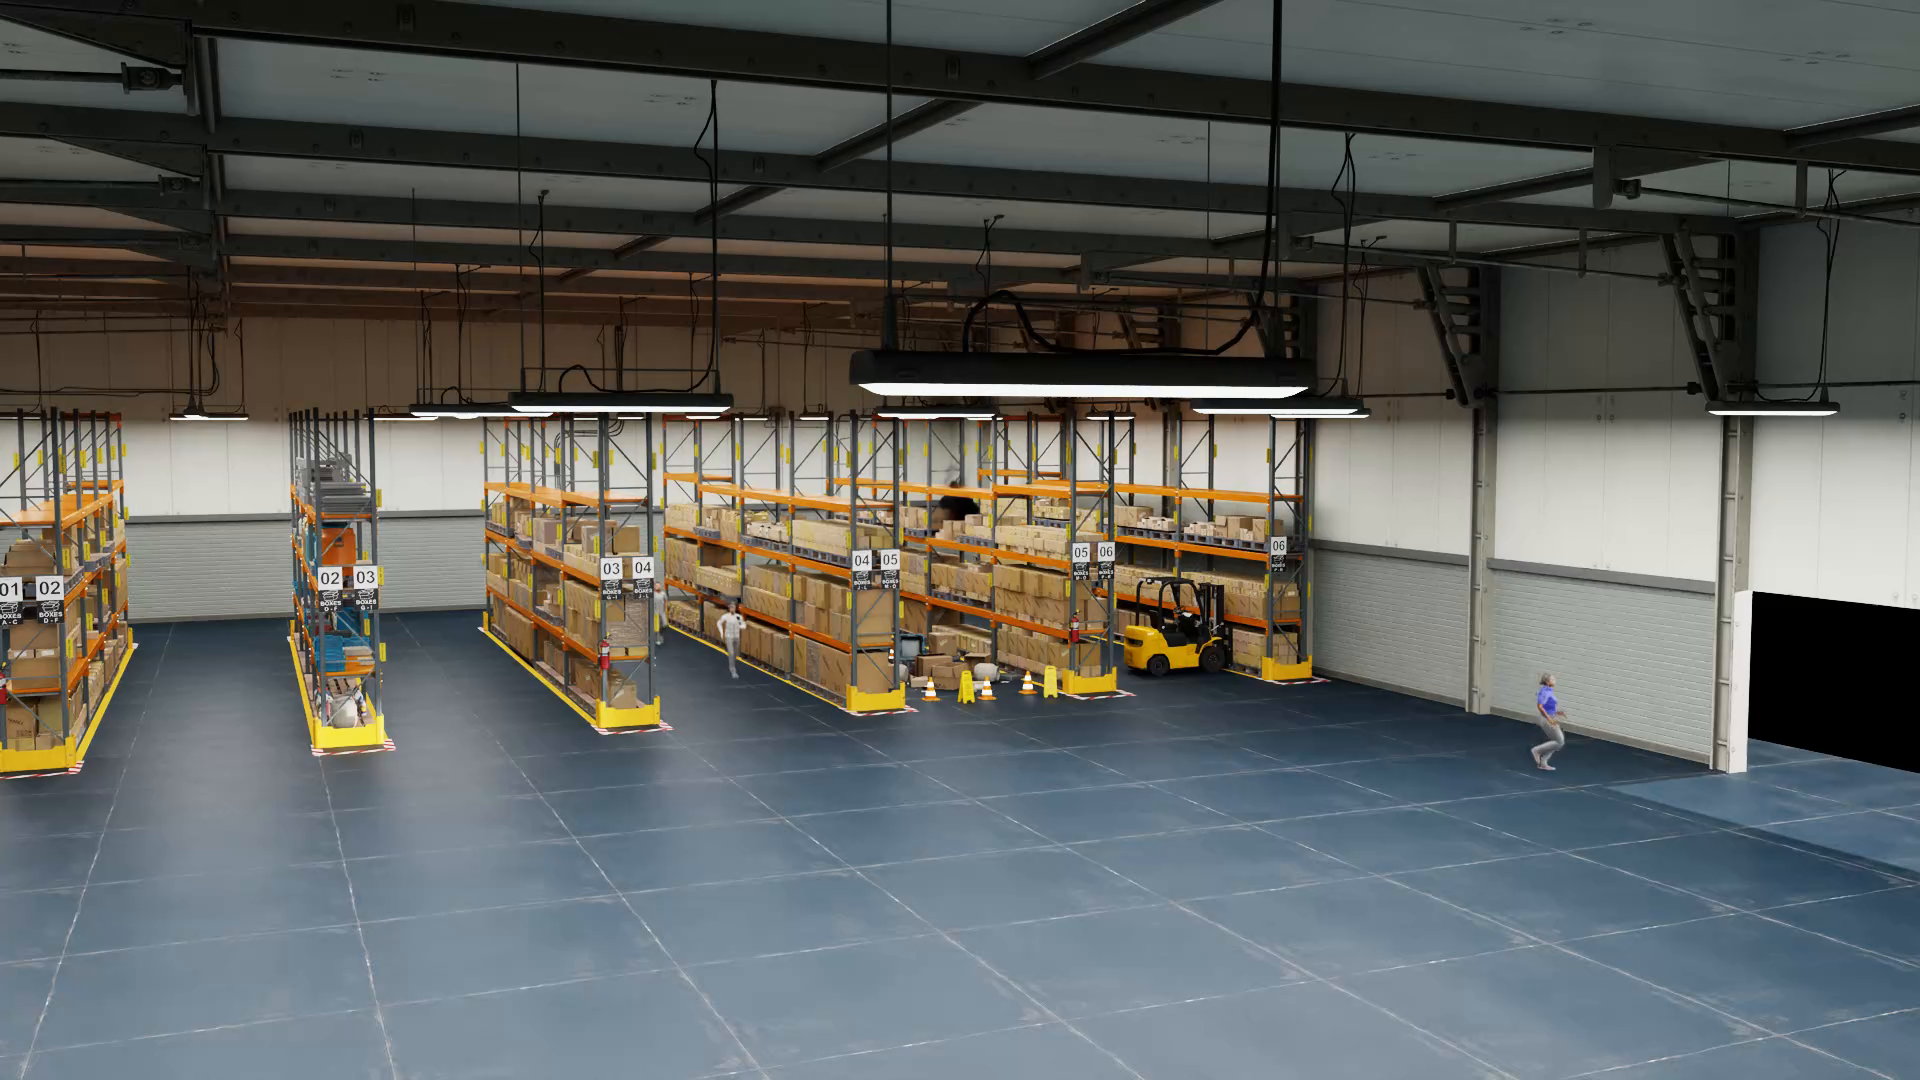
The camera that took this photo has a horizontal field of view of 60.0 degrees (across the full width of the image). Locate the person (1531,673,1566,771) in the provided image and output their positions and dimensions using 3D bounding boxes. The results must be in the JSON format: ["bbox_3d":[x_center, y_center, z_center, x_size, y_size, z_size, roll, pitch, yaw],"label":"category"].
[{"bbox_3d":[9.709,3.009,27.430,0.558,1.598,0.574,1,4,13],"label":"person"}]

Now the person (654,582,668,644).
[{"bbox_3d":[-7.763,1.893,42.950,0.556,1.626,0.559,-2,4,-23],"label":"person"}]

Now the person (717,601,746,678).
[{"bbox_3d":[-5.136,2.221,37.581,0.607,1.689,0.926,-2,4,-25],"label":"person"}]
